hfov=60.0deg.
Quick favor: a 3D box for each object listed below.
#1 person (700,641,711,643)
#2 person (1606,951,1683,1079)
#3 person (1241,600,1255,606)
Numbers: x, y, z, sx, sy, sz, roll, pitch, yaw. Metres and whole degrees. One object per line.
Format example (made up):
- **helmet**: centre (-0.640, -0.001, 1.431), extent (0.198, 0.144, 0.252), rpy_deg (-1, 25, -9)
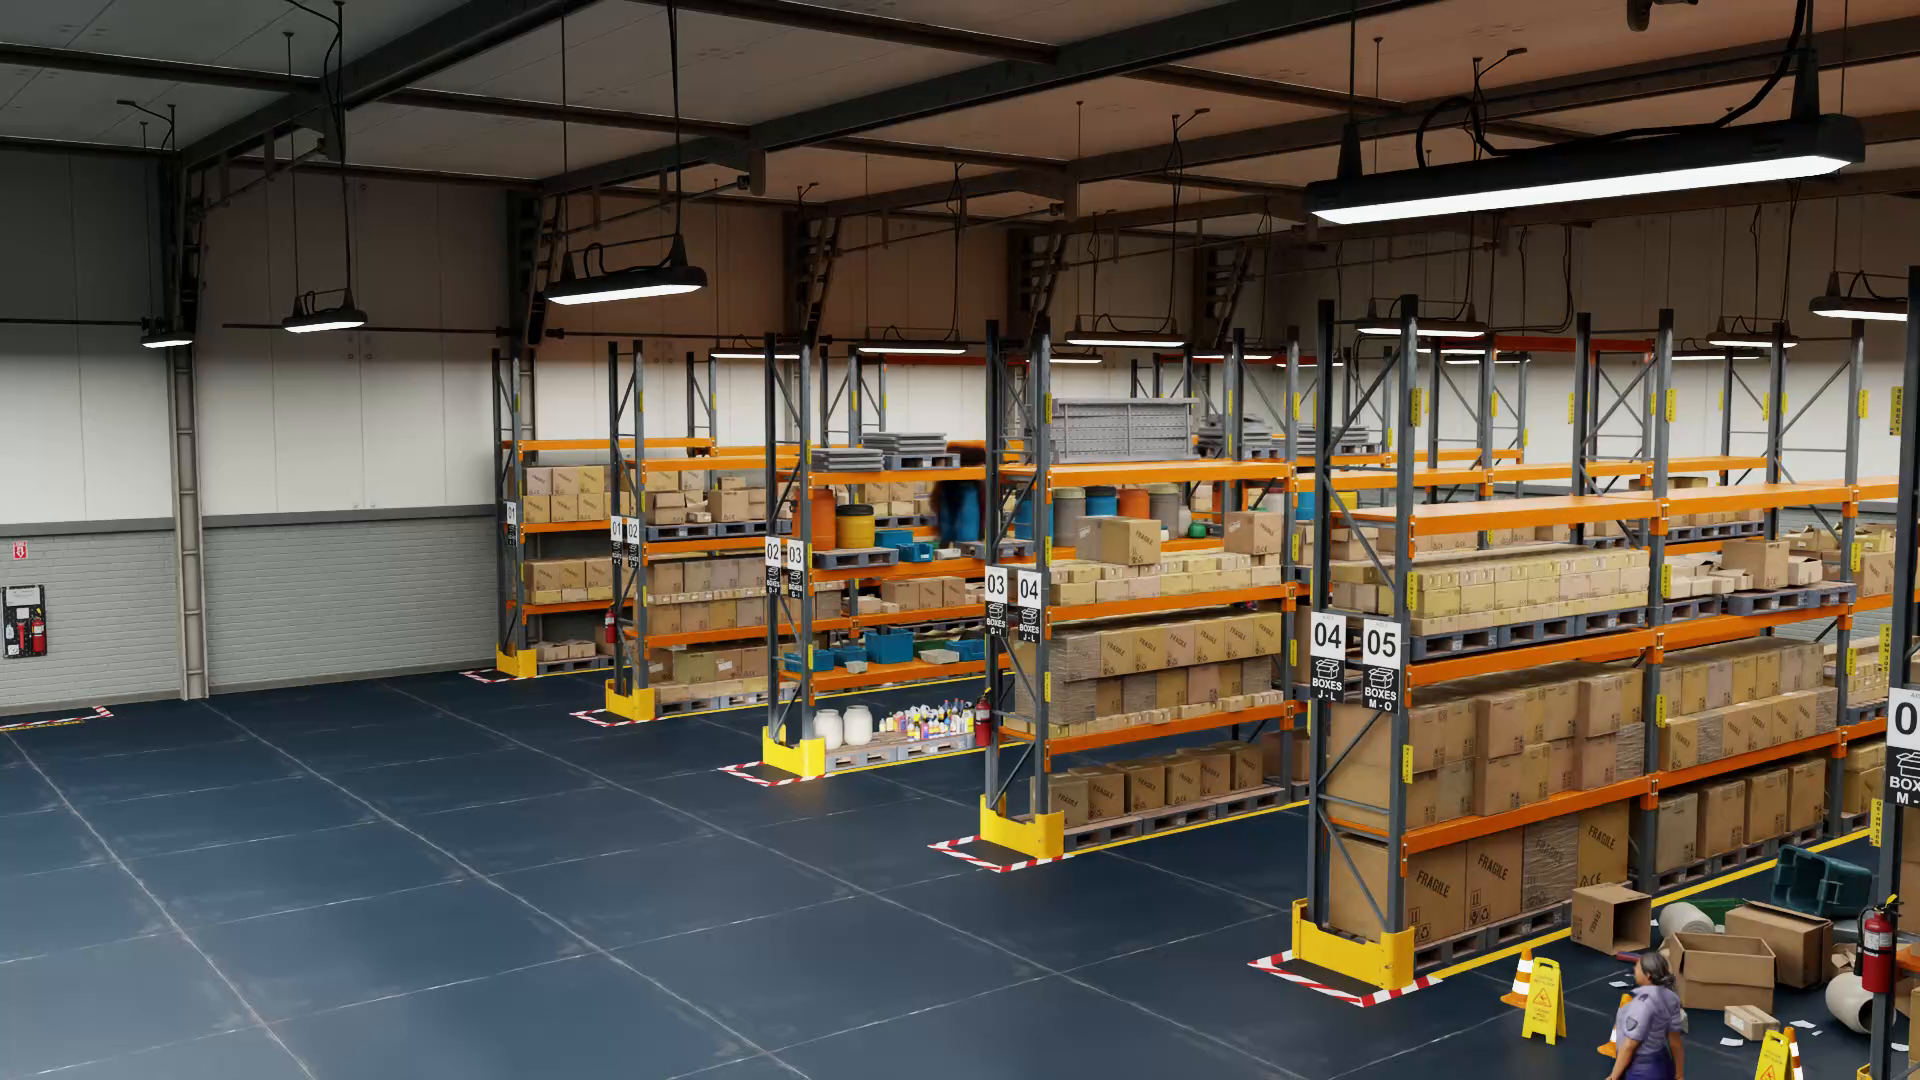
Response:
- **person**: centre (-4.797, 1.629, 30.509), extent (0.808, 1.723, 0.631), rpy_deg (2, 5, 17)
- **person**: centre (4.384, 3.424, 10.658), extent (0.964, 1.607, 0.480), rpy_deg (4, 6, 38)
- **person**: centre (5.586, 1.495, 32.112), extent (0.579, 1.754, 0.523), rpy_deg (-2, 5, -19)
